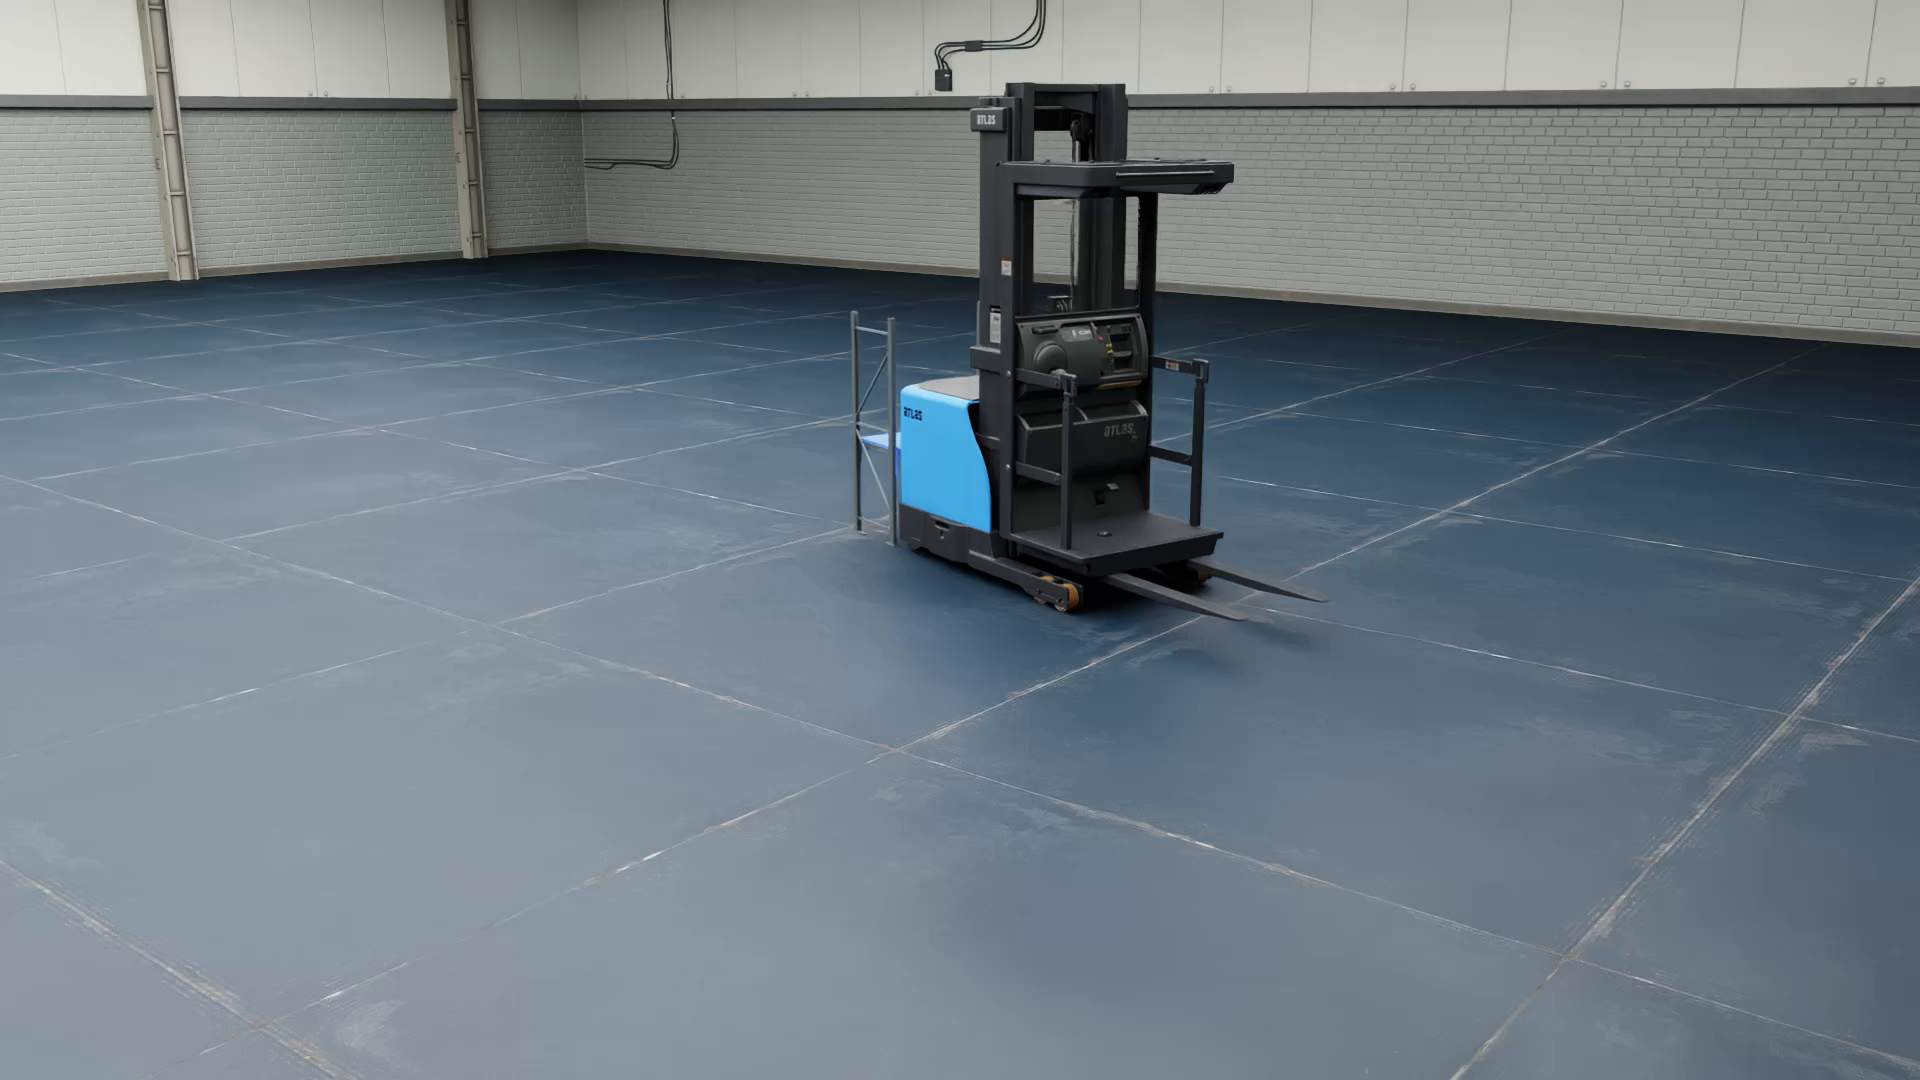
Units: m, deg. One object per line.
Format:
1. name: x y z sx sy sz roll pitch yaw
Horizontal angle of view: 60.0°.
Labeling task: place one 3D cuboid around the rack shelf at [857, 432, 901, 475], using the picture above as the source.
1. rack shelf: -0.148 -0.632 11.294 1.000 0.185 0.538 -10 17 -33

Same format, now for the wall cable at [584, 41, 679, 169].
1. wall cable: -6.894 -8.912 34.236 3.097 2.526 0.112 11 18 38

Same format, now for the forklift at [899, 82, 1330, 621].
1. forklift: 0.856 -1.143 9.670 1.130 2.935 3.031 -10 17 -34

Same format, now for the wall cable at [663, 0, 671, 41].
1. wall cable: -4.790 -10.941 31.966 3.097 2.526 0.112 11 18 38

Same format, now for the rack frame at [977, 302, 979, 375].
1. rack frame: 0.271 -0.877 11.528 0.032 1.500 0.500 -10 17 -33

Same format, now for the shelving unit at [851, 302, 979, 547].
1. shelving unit: -0.148 -0.806 11.250 1.048 1.500 0.538 -10 17 -33

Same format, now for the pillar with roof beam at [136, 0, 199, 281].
1. pillar with roof beam: -10.197 -8.243 25.292 9.100 9.000 0.400 11 18 38

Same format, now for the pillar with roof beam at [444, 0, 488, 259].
1. pillar with roof beam: -6.426 -9.392 29.816 9.100 9.000 0.400 11 18 38

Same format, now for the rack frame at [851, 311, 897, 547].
1. rack frame: -0.567 -0.735 10.972 0.032 1.500 0.500 -10 17 -33

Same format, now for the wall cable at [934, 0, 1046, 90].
1. wall cable: 0.480 -10.593 27.640 2.305 6.003 0.169 11 18 38
